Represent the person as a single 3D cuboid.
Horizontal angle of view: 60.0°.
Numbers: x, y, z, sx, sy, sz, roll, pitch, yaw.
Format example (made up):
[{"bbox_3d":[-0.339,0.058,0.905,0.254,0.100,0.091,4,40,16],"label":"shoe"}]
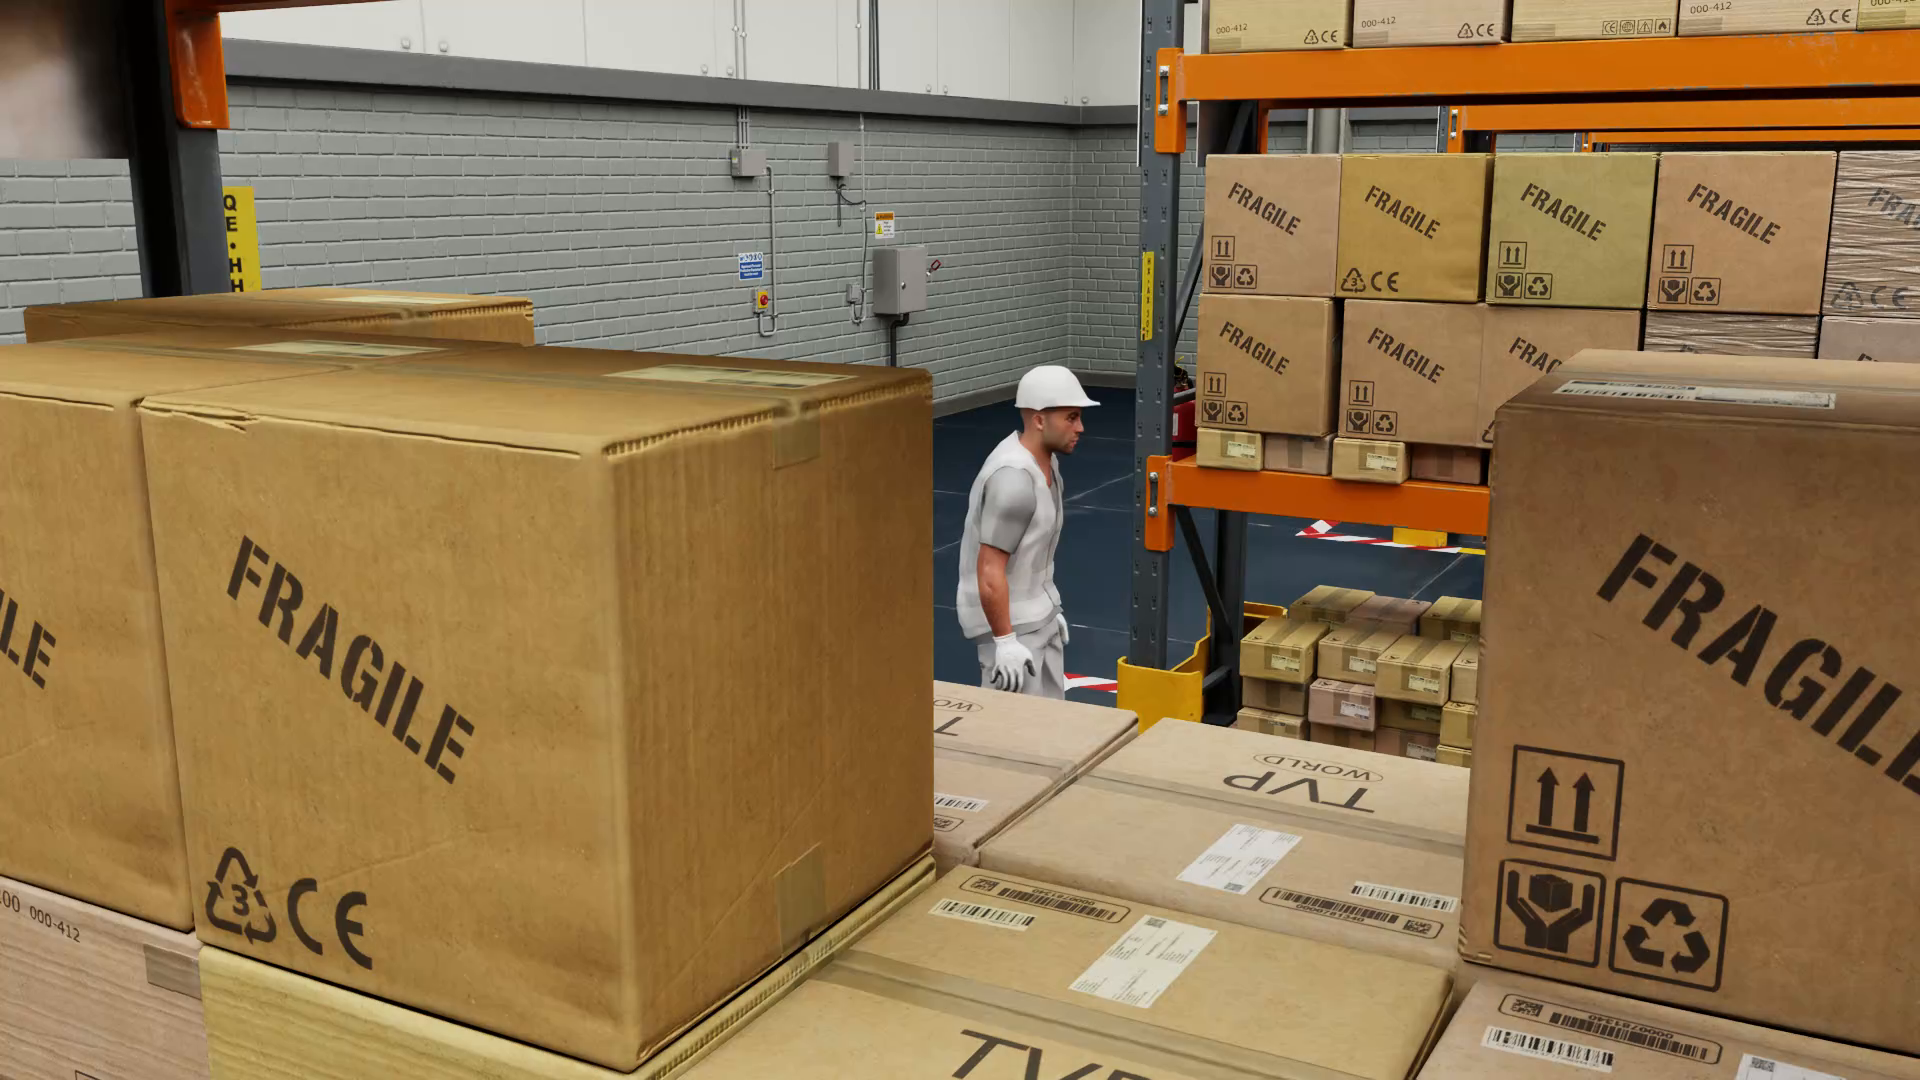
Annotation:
[{"bbox_3d":[0.228,0.306,5.553,0.452,1.778,0.613,4,13,18],"label":"person"}]
